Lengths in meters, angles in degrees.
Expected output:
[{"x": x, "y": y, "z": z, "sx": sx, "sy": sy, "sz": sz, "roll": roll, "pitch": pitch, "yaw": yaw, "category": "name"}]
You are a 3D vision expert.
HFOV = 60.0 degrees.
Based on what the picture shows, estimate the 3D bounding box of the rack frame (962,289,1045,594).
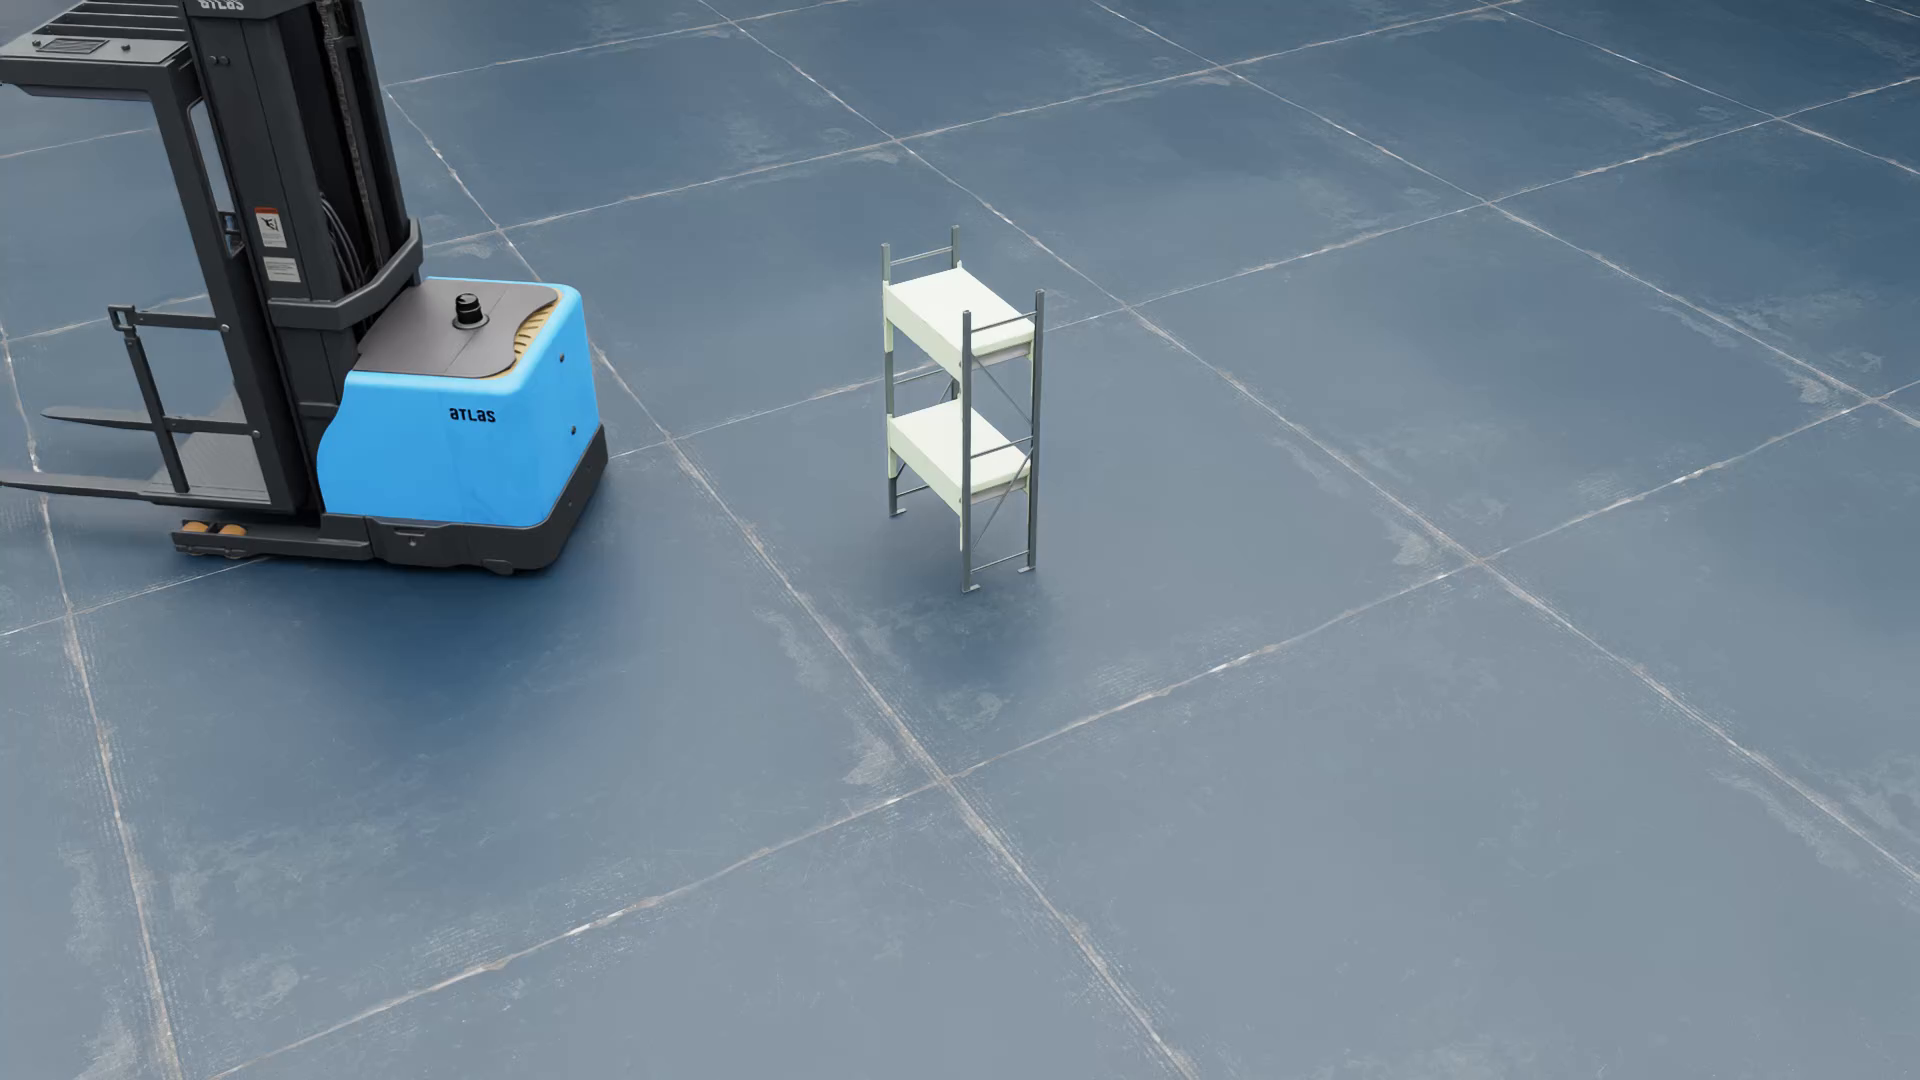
[{"x": 0.187, "y": -0.416, "z": 7.547, "sx": 0.400, "sy": 1.500, "sz": 0.023, "roll": -19, "pitch": 40, "yaw": -24, "category": "rack frame"}]

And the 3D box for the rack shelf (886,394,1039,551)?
[{"x": 0.003, "y": -0.339, "z": 7.995, "sx": 0.431, "sy": 0.370, "sz": 0.720, "roll": -19, "pitch": 40, "yaw": -24, "category": "rack shelf"}]

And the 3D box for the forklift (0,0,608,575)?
[{"x": -3.395, "y": -1.396, "z": 7.676, "sx": 3.031, "sy": 2.935, "sz": 1.130, "roll": 4, "pitch": 36, "yaw": 6, "category": "forklift"}]

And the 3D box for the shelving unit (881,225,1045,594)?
[{"x": 0.003, "y": -0.602, "z": 7.803, "sx": 0.431, "sy": 1.500, "sz": 0.755, "roll": -19, "pitch": 40, "yaw": -24, "category": "shelving unit"}]

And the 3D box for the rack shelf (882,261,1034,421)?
[{"x": 0.003, "y": -0.917, "z": 7.573, "sx": 0.431, "sy": 0.370, "sz": 0.720, "roll": -19, "pitch": 40, "yaw": -24, "category": "rack shelf"}]

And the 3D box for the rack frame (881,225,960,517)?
[{"x": -0.181, "y": -0.789, "z": 8.059, "sx": 0.400, "sy": 1.500, "sz": 0.023, "roll": -19, "pitch": 40, "yaw": -24, "category": "rack frame"}]
